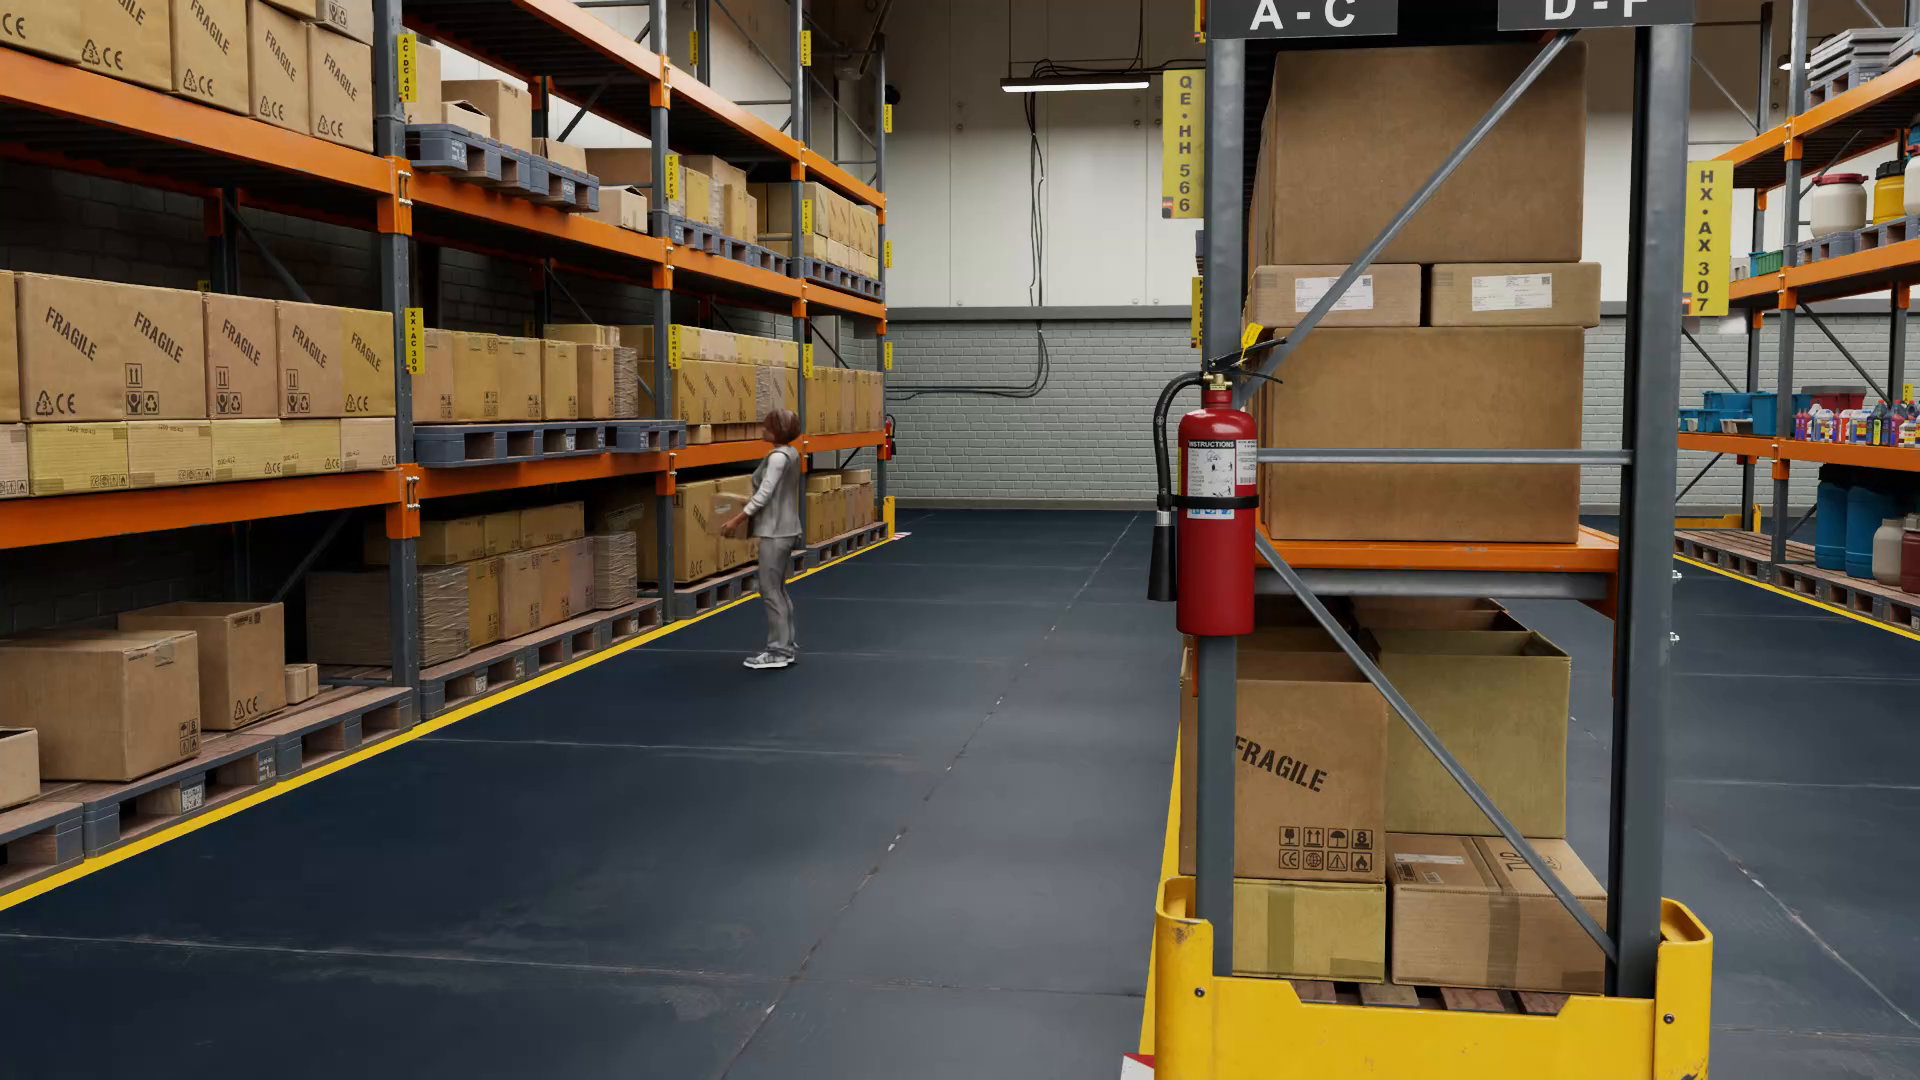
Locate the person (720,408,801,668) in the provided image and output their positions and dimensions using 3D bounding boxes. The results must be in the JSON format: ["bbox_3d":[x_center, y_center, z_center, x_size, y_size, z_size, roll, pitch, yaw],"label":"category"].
[{"bbox_3d":[-1.217,-0.011,10.237,0.477,1.598,0.426,0,5,4],"label":"person"}]
